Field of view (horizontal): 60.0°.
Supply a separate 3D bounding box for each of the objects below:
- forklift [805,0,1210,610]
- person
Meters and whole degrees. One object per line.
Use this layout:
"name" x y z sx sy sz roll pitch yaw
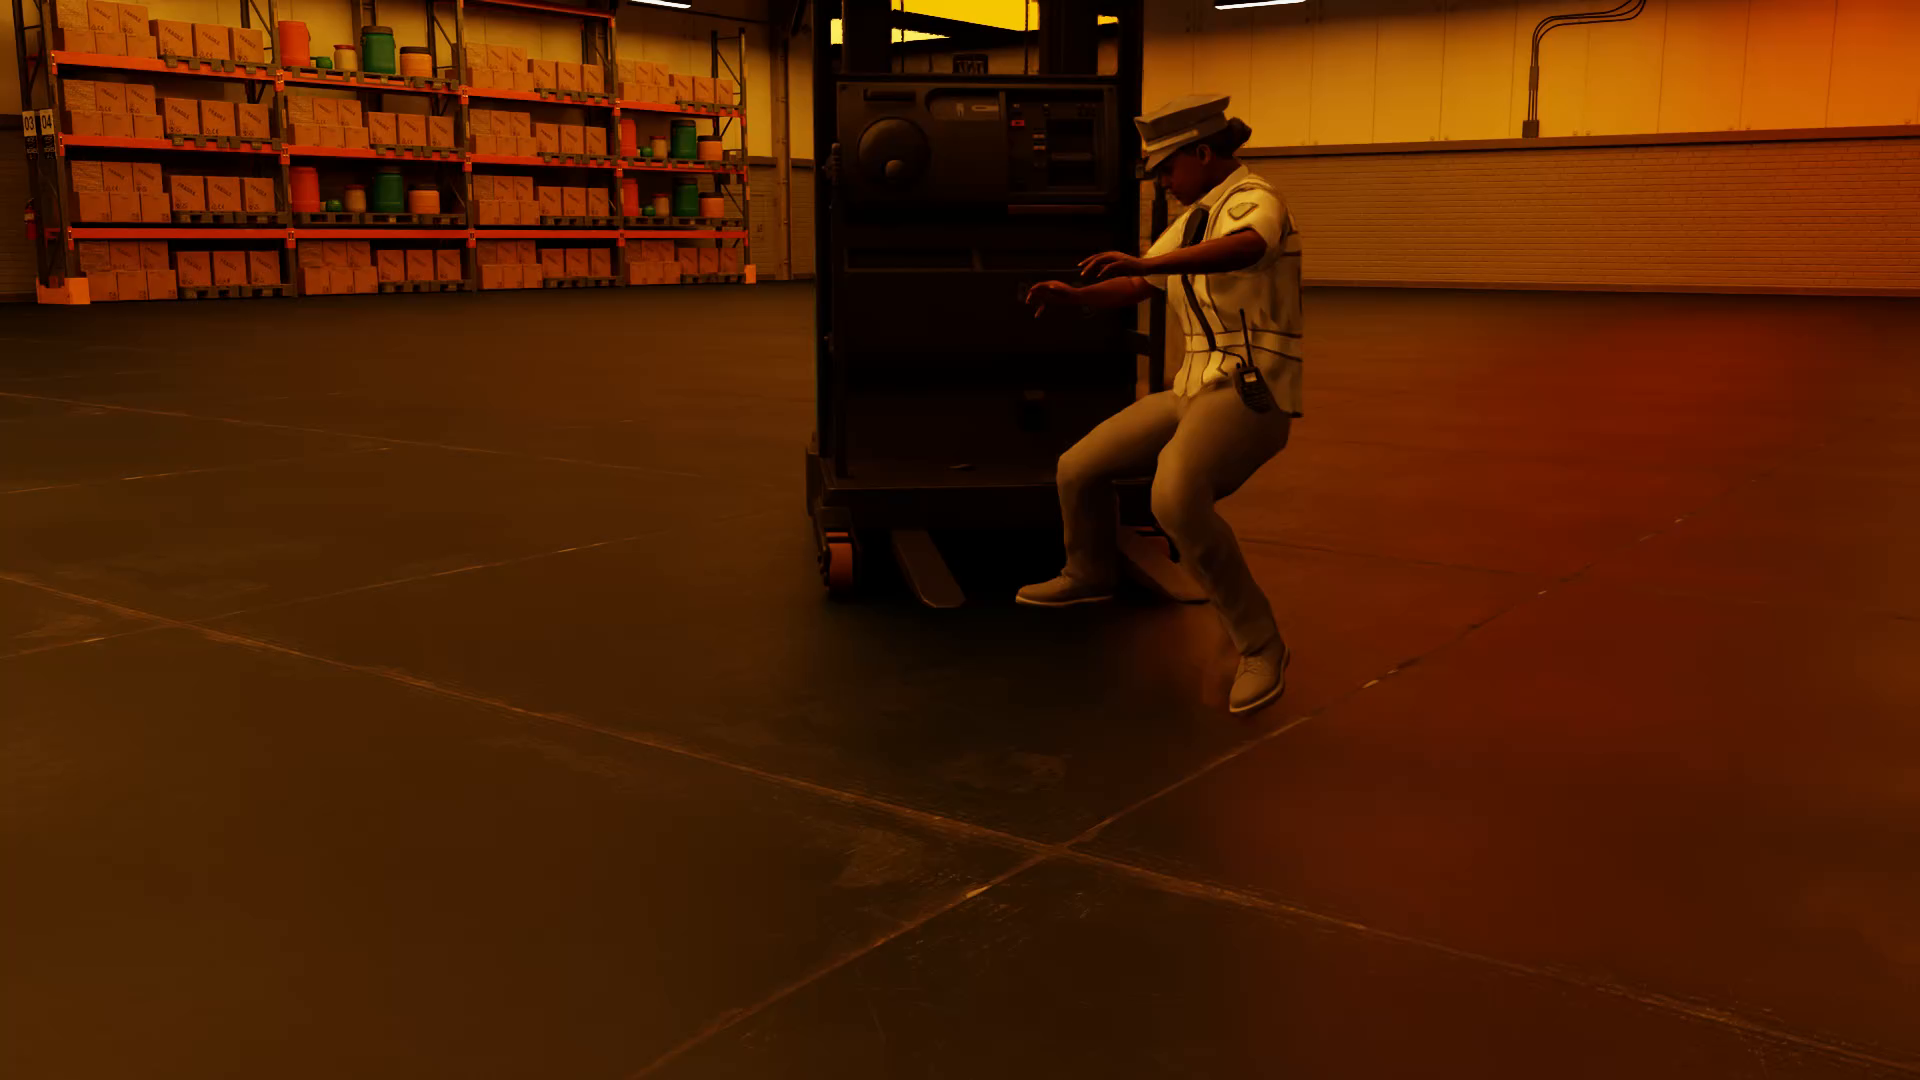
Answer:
"forklift" 0.090 -1.338 5.247 1.130 2.935 3.031 -1 10 -7
"person" 0.513 -0.385 4.139 0.671 1.421 1.104 -1 10 -7
